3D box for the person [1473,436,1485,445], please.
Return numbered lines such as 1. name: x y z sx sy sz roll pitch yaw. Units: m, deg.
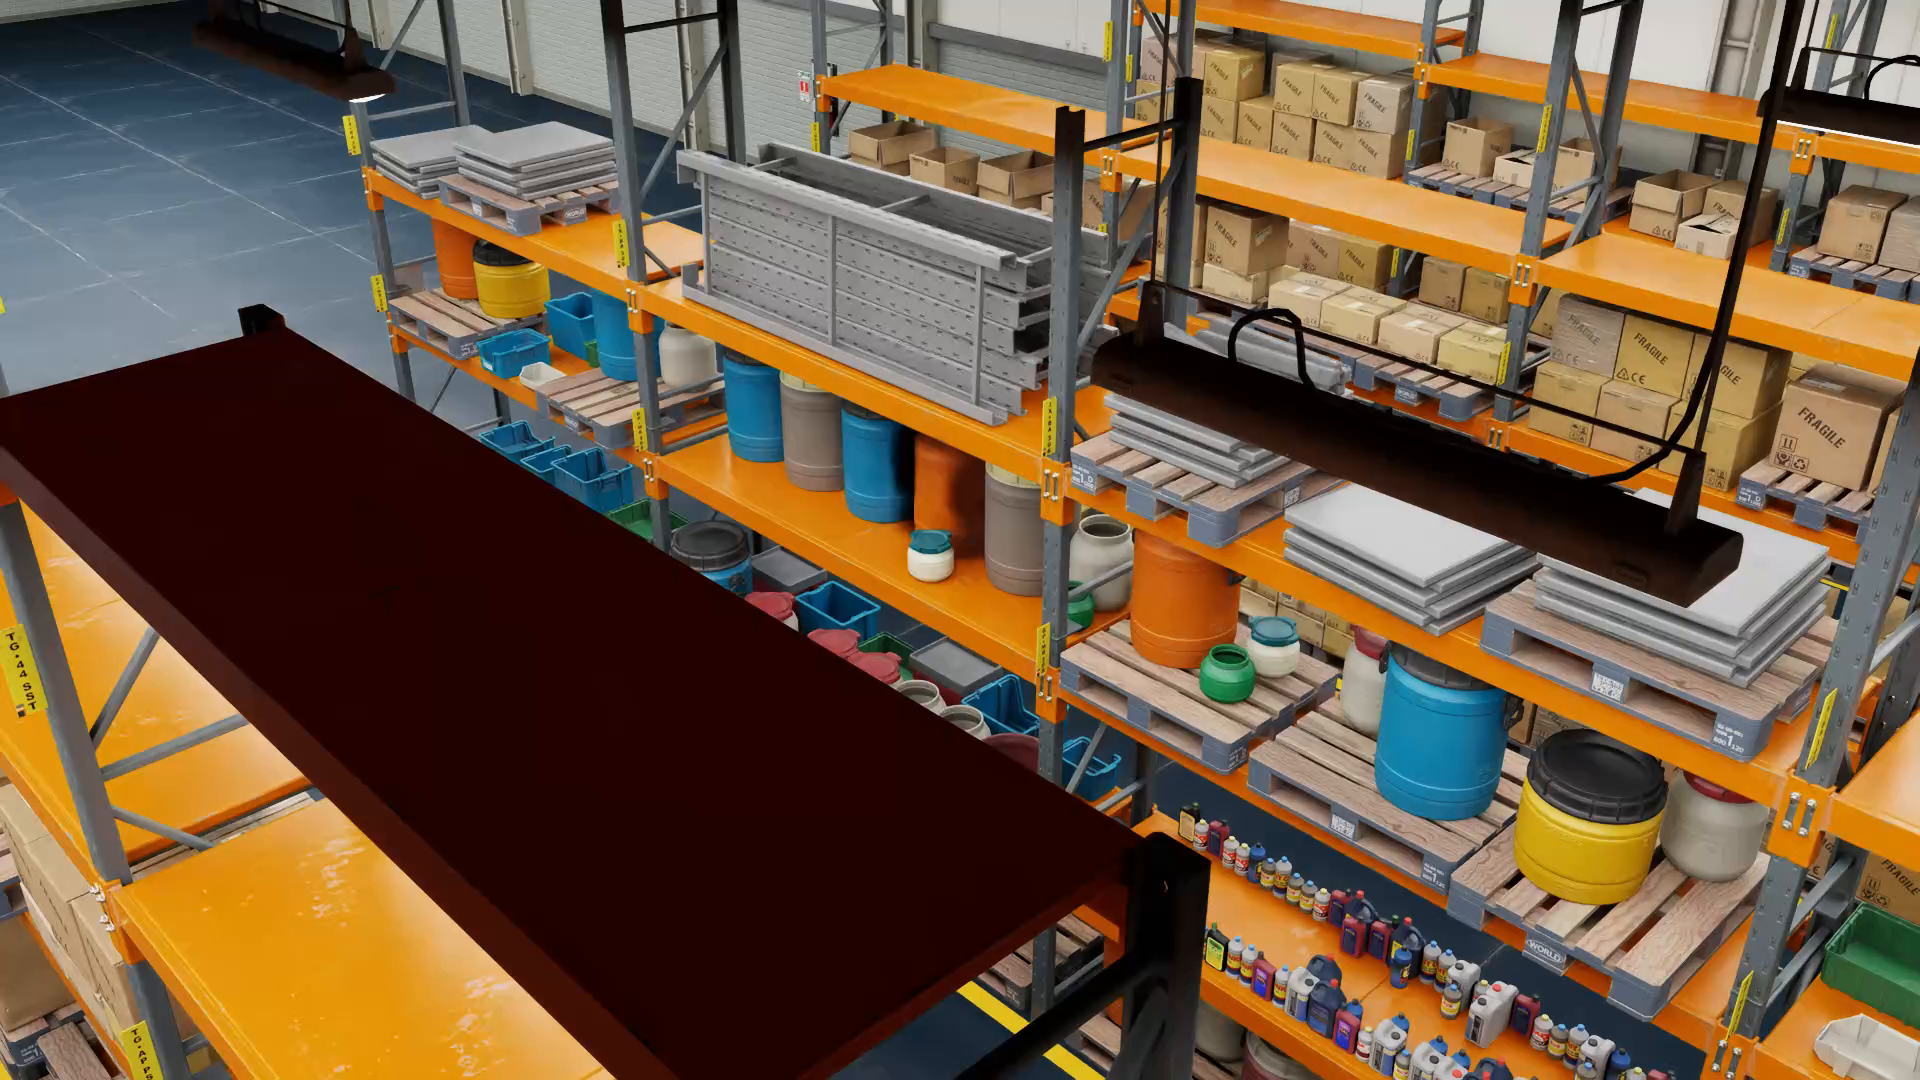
1. person: 4.809 -0.198 15.548 0.527 1.681 0.647 -5 29 -9
